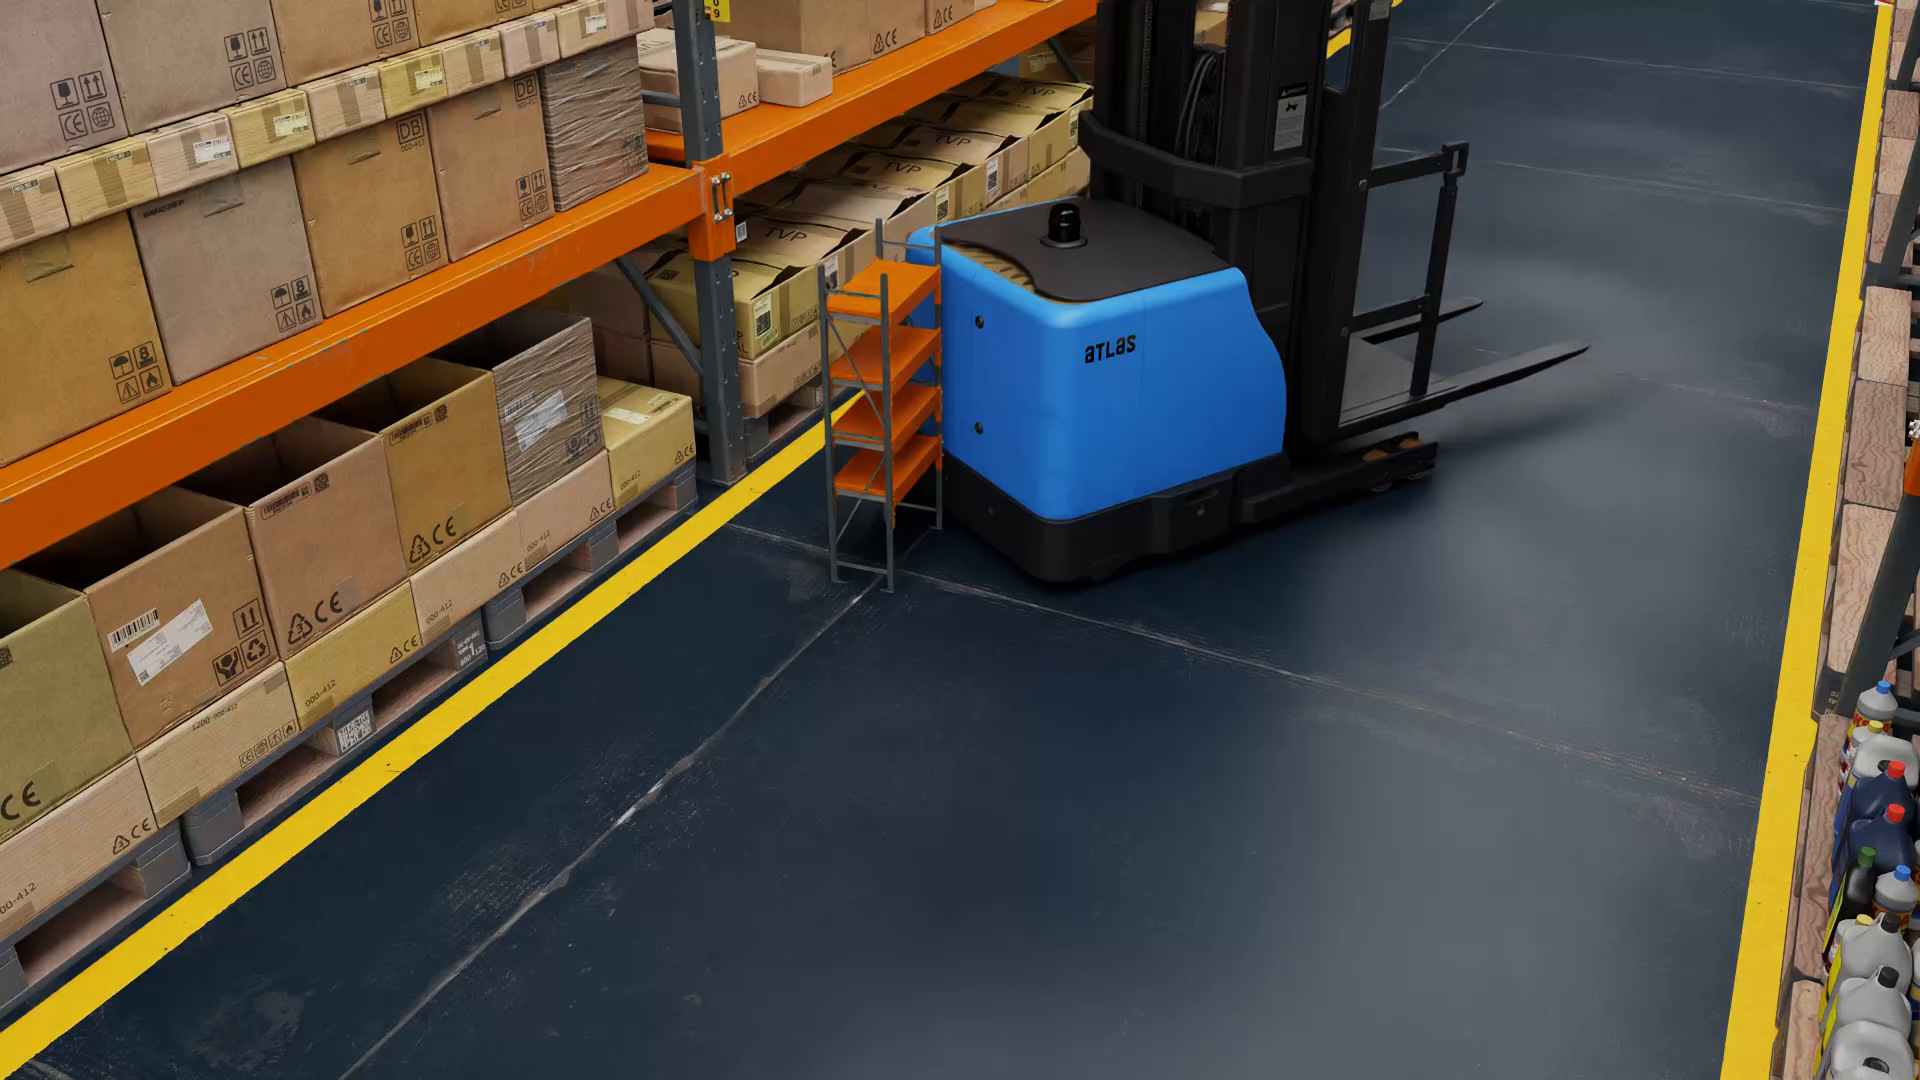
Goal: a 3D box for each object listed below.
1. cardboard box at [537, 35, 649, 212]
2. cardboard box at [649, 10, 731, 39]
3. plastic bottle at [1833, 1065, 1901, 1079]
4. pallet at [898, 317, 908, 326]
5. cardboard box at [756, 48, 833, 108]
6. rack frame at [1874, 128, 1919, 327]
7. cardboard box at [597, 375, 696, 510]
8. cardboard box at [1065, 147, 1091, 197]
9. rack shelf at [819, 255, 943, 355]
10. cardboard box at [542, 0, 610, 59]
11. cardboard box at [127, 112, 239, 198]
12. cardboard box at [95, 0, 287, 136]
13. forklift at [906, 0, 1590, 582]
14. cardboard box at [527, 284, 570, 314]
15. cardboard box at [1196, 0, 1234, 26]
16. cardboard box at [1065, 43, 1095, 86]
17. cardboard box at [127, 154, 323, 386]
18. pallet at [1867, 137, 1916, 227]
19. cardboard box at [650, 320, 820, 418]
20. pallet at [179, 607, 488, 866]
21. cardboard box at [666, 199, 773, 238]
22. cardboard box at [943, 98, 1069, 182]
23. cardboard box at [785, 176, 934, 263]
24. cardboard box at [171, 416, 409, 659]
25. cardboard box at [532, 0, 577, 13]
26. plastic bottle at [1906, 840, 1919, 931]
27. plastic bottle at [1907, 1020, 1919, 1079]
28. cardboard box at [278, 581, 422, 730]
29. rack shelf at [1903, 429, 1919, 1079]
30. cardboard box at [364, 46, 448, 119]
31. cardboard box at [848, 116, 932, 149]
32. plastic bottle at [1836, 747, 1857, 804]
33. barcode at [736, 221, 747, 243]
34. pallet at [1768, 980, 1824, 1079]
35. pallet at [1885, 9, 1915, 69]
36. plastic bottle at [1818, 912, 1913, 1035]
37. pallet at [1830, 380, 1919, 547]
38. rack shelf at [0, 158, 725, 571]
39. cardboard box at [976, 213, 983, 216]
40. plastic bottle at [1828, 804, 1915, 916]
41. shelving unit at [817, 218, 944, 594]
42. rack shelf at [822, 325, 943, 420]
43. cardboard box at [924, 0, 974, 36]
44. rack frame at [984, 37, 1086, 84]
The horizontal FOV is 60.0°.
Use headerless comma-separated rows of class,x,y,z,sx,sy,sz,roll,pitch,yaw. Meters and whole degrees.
cardboard box,-1.526,-1.491,5.734,0.700,0.500,0.500,13,32,22
cardboard box,-1.092,-2.019,6.889,0.396,0.266,0.258,13,33,22
plastic bottle,1.842,1.224,3.400,0.152,0.276,0.135,15,33,24
pallet,-0.474,-1.315,8.328,1.003,0.211,1.213,14,33,23
cardboard box,-0.744,-1.884,6.770,0.380,0.149,0.250,14,33,23
rack frame,4.901,-2.294,7.232,1.000,3.000,0.127,14,33,23
cardboard box,-1.346,-0.381,6.240,0.500,0.250,0.500,14,33,23
cardboard box,0.470,-2.120,9.270,0.500,0.250,0.500,15,33,24
rack shelf,-0.263,-0.805,5.659,0.258,0.148,0.480,10,31,17
cardboard box,-1.377,-1.692,5.433,0.380,0.149,0.250,14,33,22
cardboard box,-2.080,-1.004,4.234,0.380,0.149,0.250,15,33,24
cardboard box,-2.212,-1.386,4.249,0.700,0.500,0.500,14,33,23
forklift,1.308,-1.665,6.207,3.031,2.935,1.130,-18,34,-28
cardboard box,-1.819,-0.826,6.263,0.500,0.500,0.500,14,33,23
cardboard box,1.654,-3.350,11.140,0.500,0.500,0.500,13,32,22
cardboard box,0.954,-2.663,9.944,0.500,0.500,0.500,16,33,25
cardboard box,-2.225,-0.807,4.543,0.700,0.500,0.500,15,33,25
pallet,5.779,-1.982,9.490,1.003,0.211,1.213,14,33,23
cardboard box,-0.925,-0.758,6.898,0.500,0.250,0.500,13,33,22
pallet,-2.284,0.449,5.256,1.003,0.211,1.213,14,33,23
cardboard box,-1.169,-1.356,7.375,0.500,0.311,0.500,15,33,25
cardboard box,0.242,-2.132,8.727,0.500,0.311,0.500,14,33,23
cardboard box,-0.452,-1.456,7.550,0.500,0.311,0.500,13,32,22
cardboard box,-2.024,-0.039,4.893,0.500,0.500,0.500,14,33,23
cardboard box,-1.526,-2.054,5.411,0.700,0.500,0.500,14,33,24
plastic bottle,2.383,0.827,4.096,0.097,0.271,0.097,0,30,0
plastic bottle,2.104,1.128,3.641,0.097,0.201,0.097,0,30,0
cardboard box,-2.025,0.286,5.080,0.500,0.250,0.500,14,33,23
rack shelf,2.167,0.678,2.780,1.077,0.370,4.000,14,33,23
cardboard box,-1.728,-1.351,4.838,0.380,0.149,0.250,14,33,23
cardboard box,-0.474,-2.026,8.543,0.500,0.311,0.500,13,32,22
plastic bottle,2.450,0.634,4.502,0.097,0.201,0.097,0,30,0
barcode,-0.843,-1.188,6.411,0.001,0.075,0.075,14,33,23
pallet,2.181,1.520,3.392,1.003,0.211,1.213,14,33,23
pallet,7.578,-3.736,12.543,1.003,0.211,1.213,14,33,23
plastic bottle,2.062,0.973,3.762,0.144,0.351,0.185,14,33,23
pallet,3.956,-0.211,6.406,1.003,0.211,1.213,14,33,23
rack shelf,-2.241,-0.447,4.739,1.077,0.370,4.000,14,33,23
cardboard box,-0.225,-1.440,8.085,0.500,0.250,0.500,15,33,24
plastic bottle,2.255,0.785,4.090,0.144,0.351,0.185,13,32,21
shelving unit,-0.263,-0.465,5.854,0.258,1.200,0.503,10,31,17
rack shelf,-0.263,-0.600,5.777,0.258,0.148,0.480,10,31,17
cardboard box,-0.257,-2.715,7.865,0.500,0.500,0.500,12,32,21
rack frame,0.493,-3.419,9.192,1.000,3.000,0.127,14,33,23
